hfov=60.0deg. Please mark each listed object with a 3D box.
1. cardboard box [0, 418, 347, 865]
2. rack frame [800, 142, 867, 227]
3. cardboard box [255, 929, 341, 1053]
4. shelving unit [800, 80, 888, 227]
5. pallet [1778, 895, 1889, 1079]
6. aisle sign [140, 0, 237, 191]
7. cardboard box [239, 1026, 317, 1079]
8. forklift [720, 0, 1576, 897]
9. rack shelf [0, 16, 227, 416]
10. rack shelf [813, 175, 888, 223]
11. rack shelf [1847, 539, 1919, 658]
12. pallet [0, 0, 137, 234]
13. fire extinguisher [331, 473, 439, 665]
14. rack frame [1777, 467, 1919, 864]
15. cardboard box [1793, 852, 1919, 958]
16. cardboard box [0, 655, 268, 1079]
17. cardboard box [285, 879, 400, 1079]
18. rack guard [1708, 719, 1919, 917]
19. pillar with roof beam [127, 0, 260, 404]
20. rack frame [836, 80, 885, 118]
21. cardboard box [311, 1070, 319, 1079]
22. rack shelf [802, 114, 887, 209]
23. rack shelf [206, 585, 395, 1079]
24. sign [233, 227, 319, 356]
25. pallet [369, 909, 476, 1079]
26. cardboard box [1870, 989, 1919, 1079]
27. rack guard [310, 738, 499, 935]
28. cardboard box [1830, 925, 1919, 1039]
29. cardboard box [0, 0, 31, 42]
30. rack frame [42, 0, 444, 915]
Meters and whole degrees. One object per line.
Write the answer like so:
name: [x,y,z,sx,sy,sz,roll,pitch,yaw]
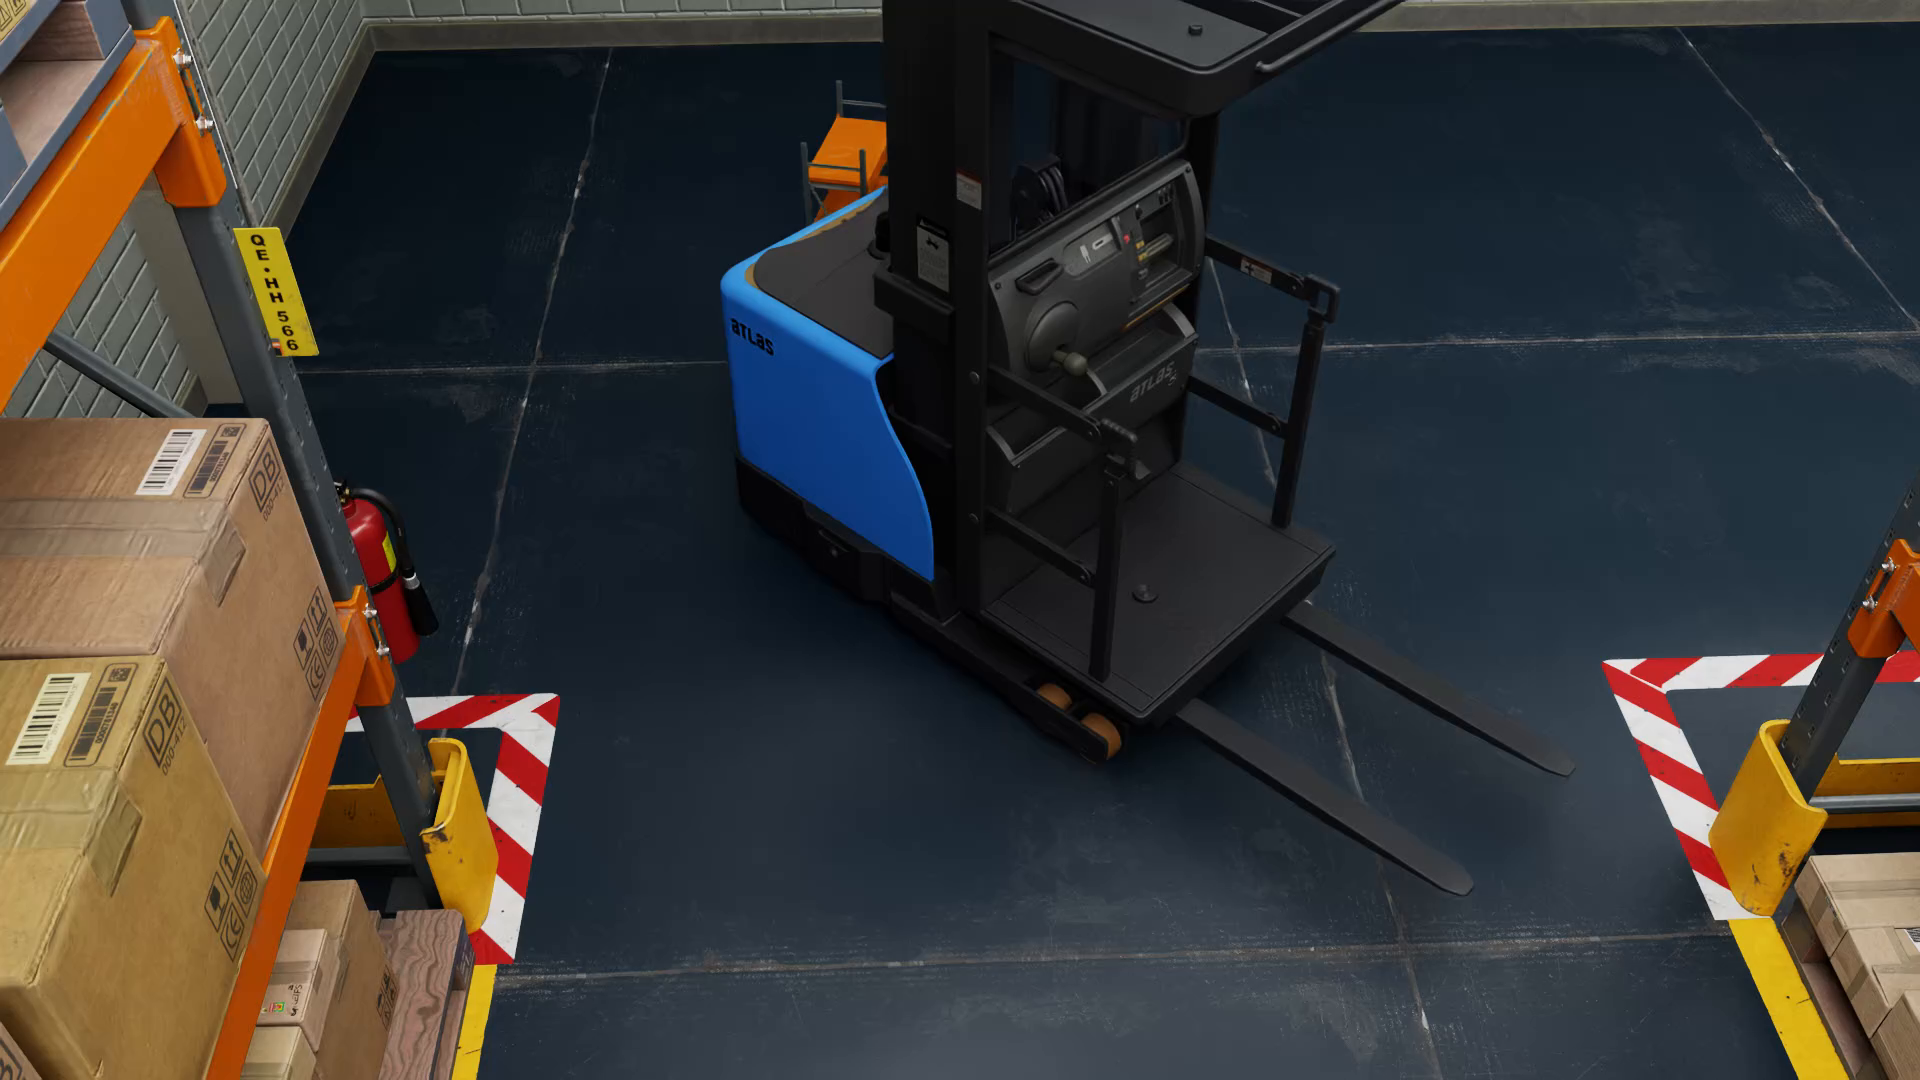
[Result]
cardboard box: [-1.982,0.225,3.563,0.980,0.700,0.700,0,43,0]
rack frame: [-0.461,-0.984,6.436,0.240,1.200,0.015,8,43,9]
cardboard box: [-1.696,1.070,3.922,0.380,0.149,0.250,-2,43,-2]
shelving unit: [-0.410,-1.146,6.612,0.258,1.200,0.503,8,43,9]
pallet: [2.974,1.464,4.497,1.003,0.211,1.213,-2,43,-2]
aisle sign: [-1.717,-1.024,3.224,0.394,0.787,0.004,-2,43,-2]
cardboard box: [-1.685,1.242,3.734,0.380,0.149,0.250,-1,43,-1]
forklift: [0.582,-0.751,4.900,3.031,2.935,1.130,32,51,30]
rack shelf: [-1.928,0.501,1.796,1.077,0.370,4.000,-2,43,-2]
rack shelf: [-0.410,-1.261,6.506,0.258,0.148,0.480,8,43,9]
rack shelf: [3.021,1.462,2.968,1.077,0.370,4.000,-2,43,-2]
pallet: [-1.971,-0.581,2.510,1.003,0.211,1.213,-2,43,-2]
fire extinguisher: [-1.559,0.042,4.317,0.296,0.674,0.183,-2,43,-2]
rack frame: [2.936,-0.154,4.198,1.000,3.000,0.127,-2,43,-2]
cardboard box: [2.610,1.028,4.693,0.380,0.149,0.250,-2,43,-2]
cardboard box: [-1.940,0.715,3.028,0.980,0.700,0.700,-2,43,-2]
cardboard box: [-1.884,1.228,4.230,0.700,0.500,0.500,-2,43,-2]
rack guard: [2.939,0.819,4.986,1.175,0.500,0.348,-2,43,-2]
pillar with roof beam: [1.309,-4.142,4.109,9.100,9.000,0.400,-2,43,-2]
rack frame: [-0.360,-1.307,6.788,0.240,1.200,0.015,8,43,9]
cardboard box: [-1.862,1.565,3.862,0.700,0.500,0.500,-2,43,-2]
rack shelf: [-0.410,-1.435,6.346,0.258,0.148,0.480,8,43,9]
rack shelf: [-1.928,1.607,2.810,1.077,0.370,4.000,-2,43,-2]
sign: [-1.471,-0.529,3.575,0.100,0.325,0.005,-2,43,-2]
pallet: [-1.901,1.557,4.396,1.003,0.211,1.213,-2,43,-2]
cardboard box: [2.697,1.411,4.200,0.500,0.250,0.500,-2,43,-2]
rack guard: [-2.014,0.896,4.902,1.175,0.500,0.348,-2,43,-2]
cardboard box: [2.621,1.190,4.503,0.380,0.166,0.250,-2,43,-2]
cardboard box: [-1.717,-0.764,2.370,0.500,0.250,0.500,0,43,0]
rack frame: [-2.013,-0.009,4.040,1.000,3.000,0.127,-2,43,-2]
